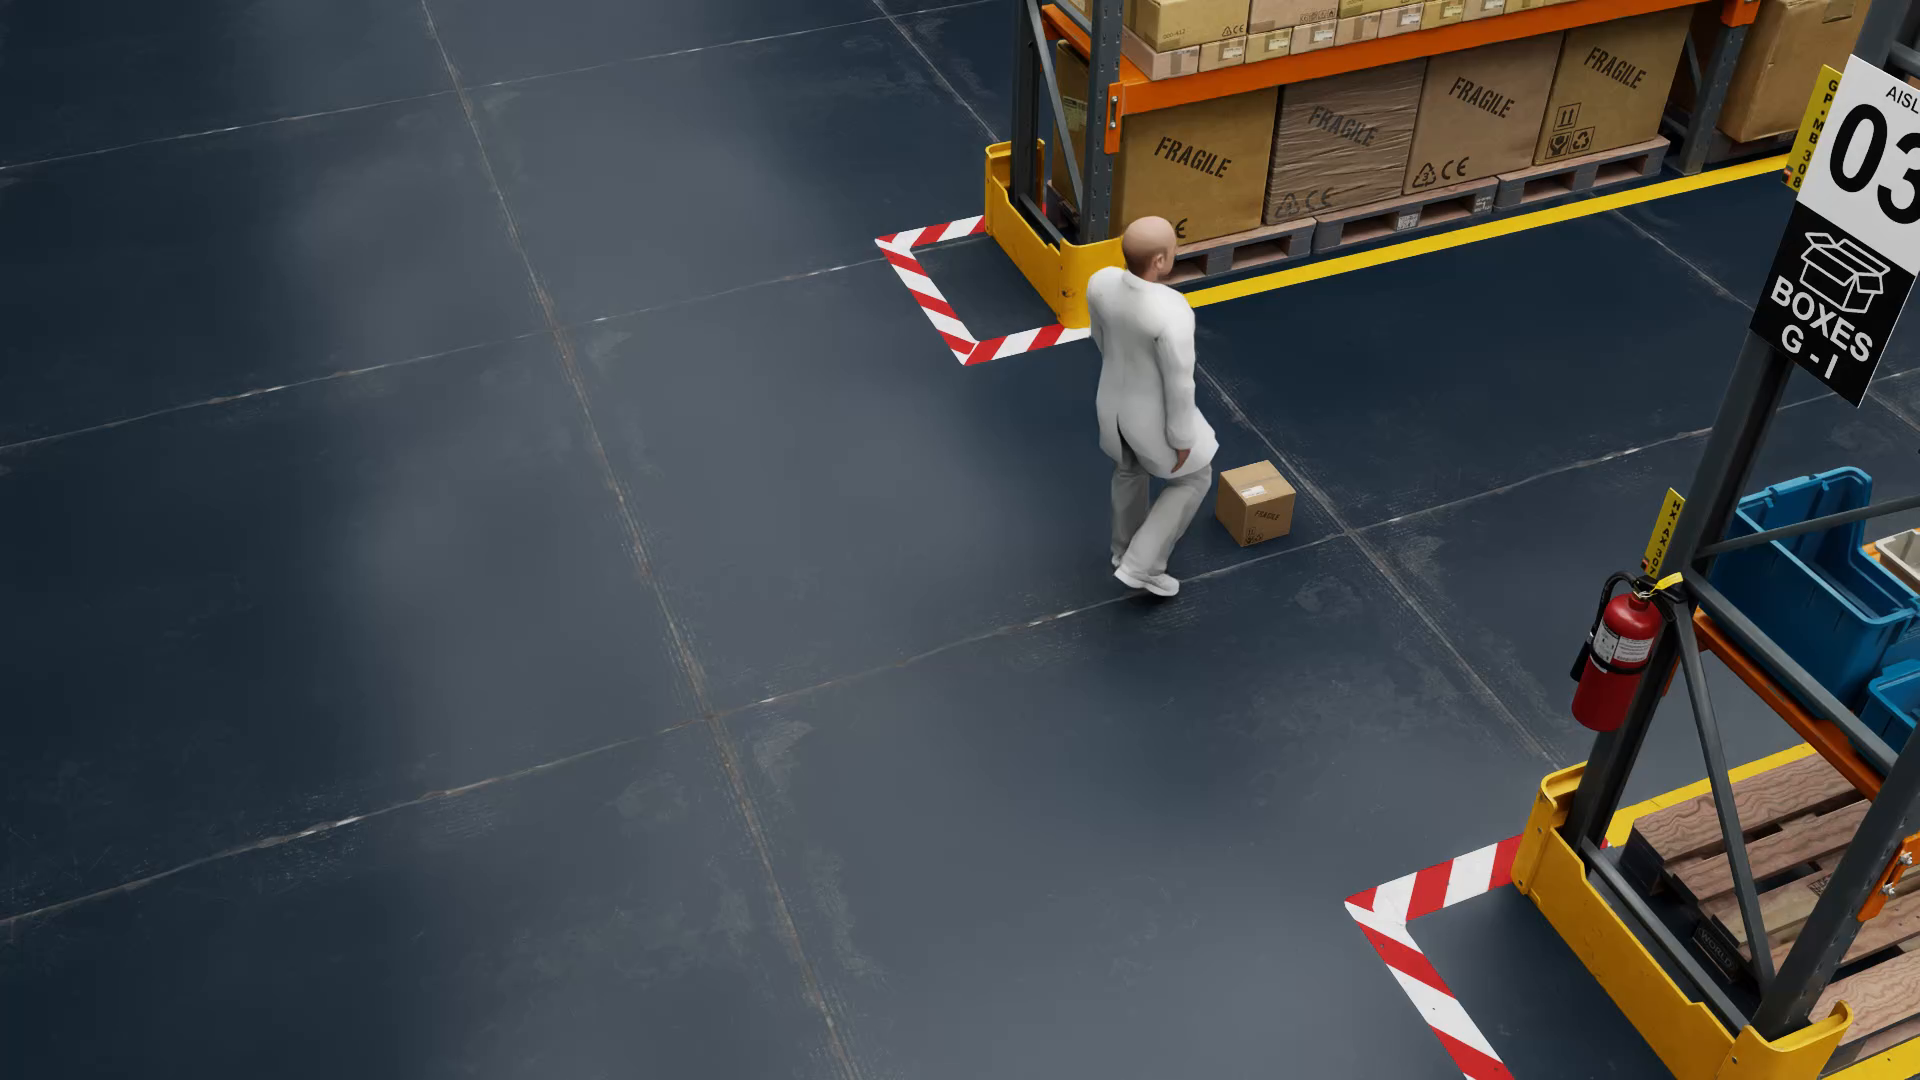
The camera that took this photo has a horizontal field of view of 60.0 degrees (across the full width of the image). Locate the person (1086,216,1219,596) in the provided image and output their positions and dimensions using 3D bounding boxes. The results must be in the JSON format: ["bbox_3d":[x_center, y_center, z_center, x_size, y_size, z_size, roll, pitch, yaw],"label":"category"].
[{"bbox_3d":[0.792,-0.550,6.775,0.563,1.786,0.618,-30,49,-29],"label":"person"}]
